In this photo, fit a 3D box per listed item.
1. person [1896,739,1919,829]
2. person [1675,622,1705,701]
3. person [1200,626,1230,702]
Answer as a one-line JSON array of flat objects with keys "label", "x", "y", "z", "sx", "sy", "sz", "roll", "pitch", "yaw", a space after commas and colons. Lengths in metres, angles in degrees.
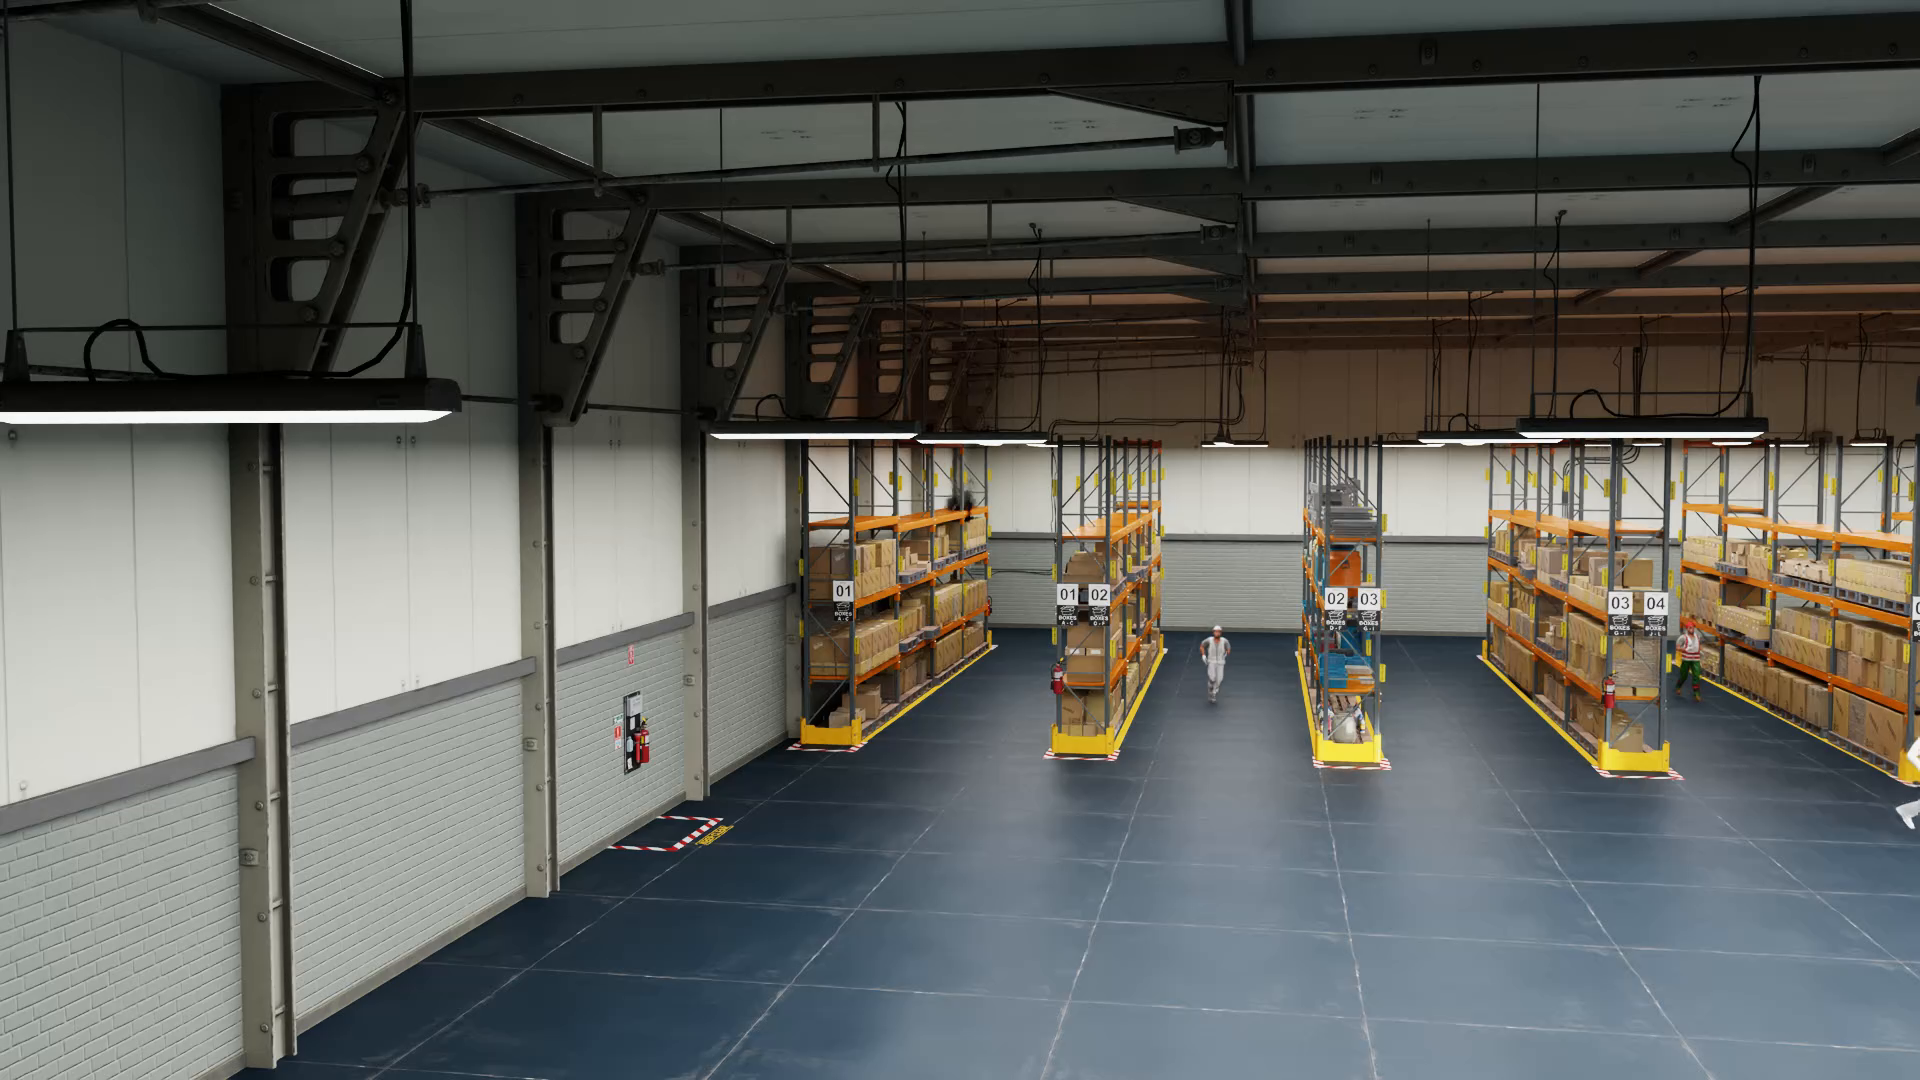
[{"label": "person", "x": 14.284, "y": 3.515, "z": 24.491, "sx": 0.720, "sy": 1.751, "sz": 0.963, "roll": -3, "pitch": 4, "yaw": -41}, {"label": "person", "x": 16.693, "y": 2.752, "z": 38.024, "sx": 0.666, "sy": 1.762, "sz": 0.985, "roll": 0, "pitch": 3, "yaw": 1}, {"label": "person", "x": 5.785, "y": 2.803, "z": 37.531, "sx": 0.650, "sy": 1.732, "sz": 0.686, "roll": 0, "pitch": 3, "yaw": -2}]
